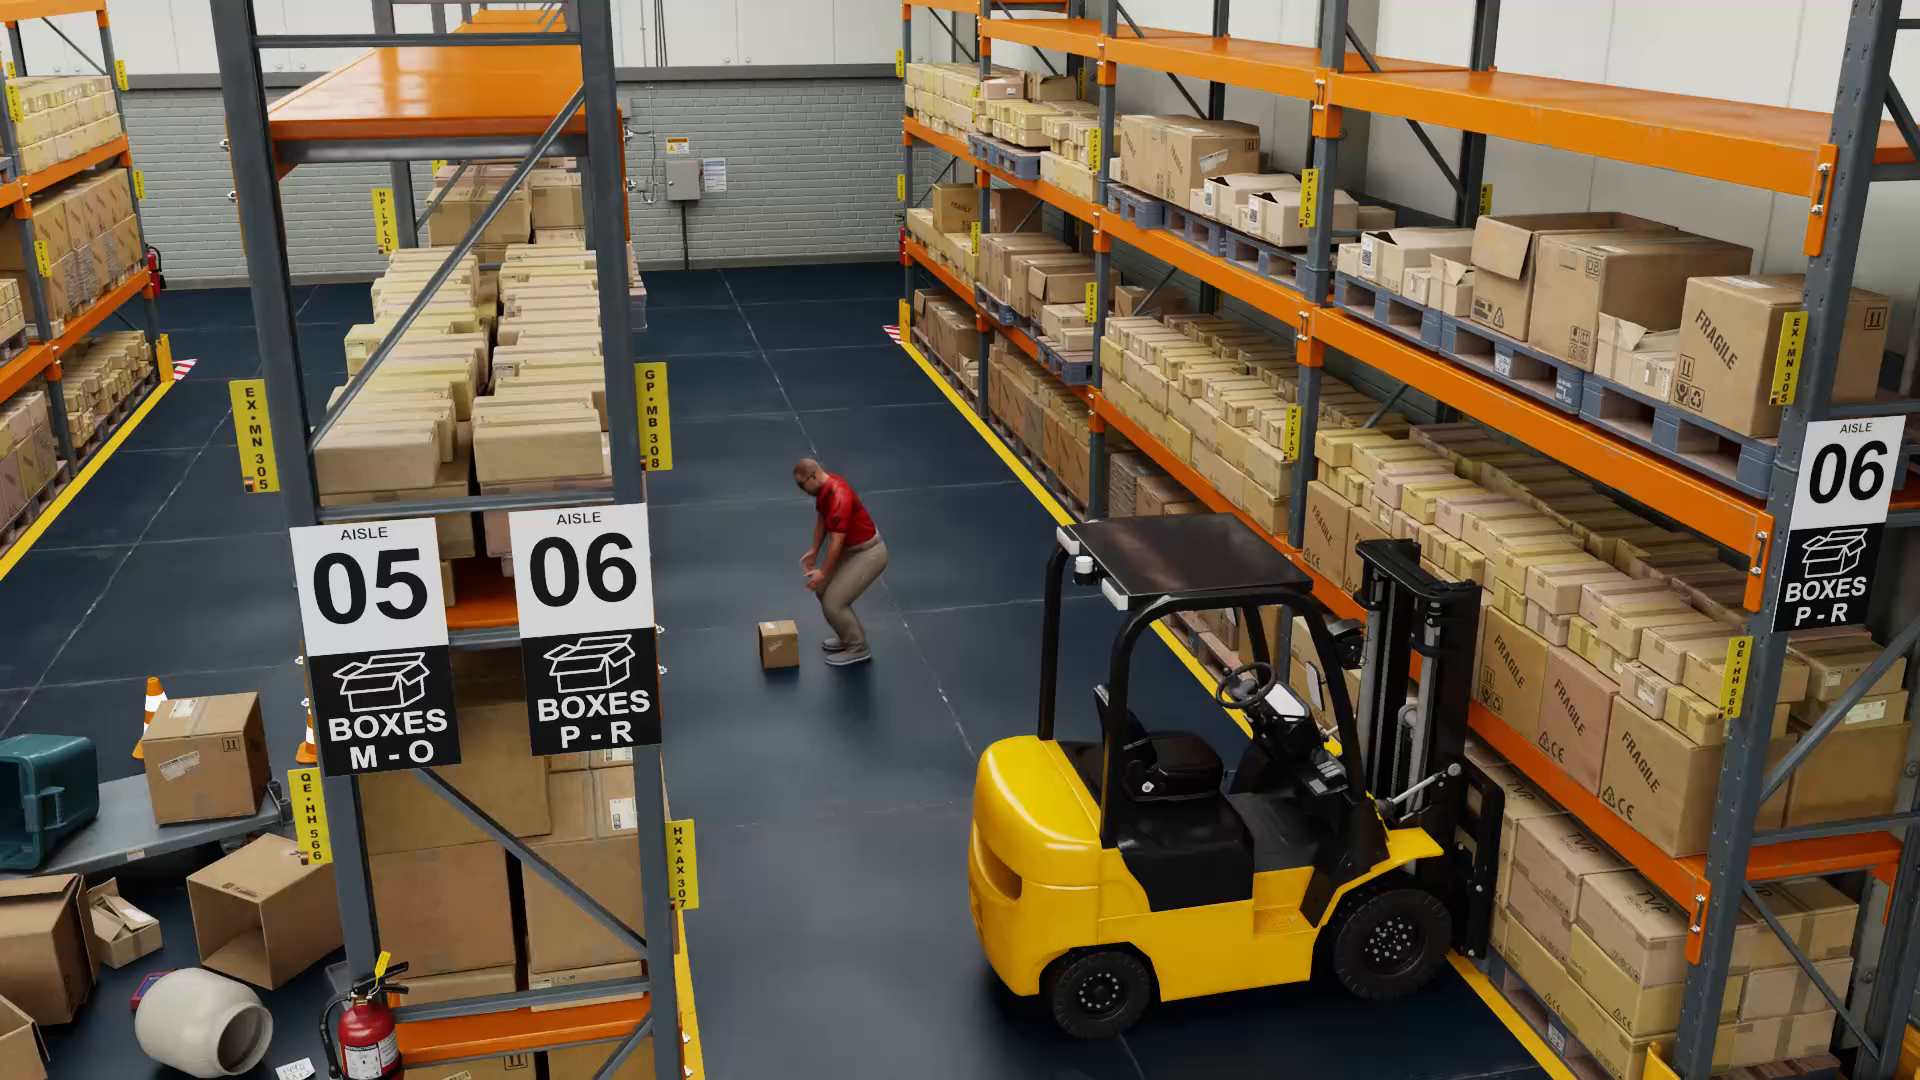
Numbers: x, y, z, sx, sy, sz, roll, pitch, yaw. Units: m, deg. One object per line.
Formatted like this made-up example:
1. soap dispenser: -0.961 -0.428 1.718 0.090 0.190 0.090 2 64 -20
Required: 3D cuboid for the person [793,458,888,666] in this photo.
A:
1. person: -0.822 0.129 11.599 0.644 1.494 0.587 -4 20 -12
